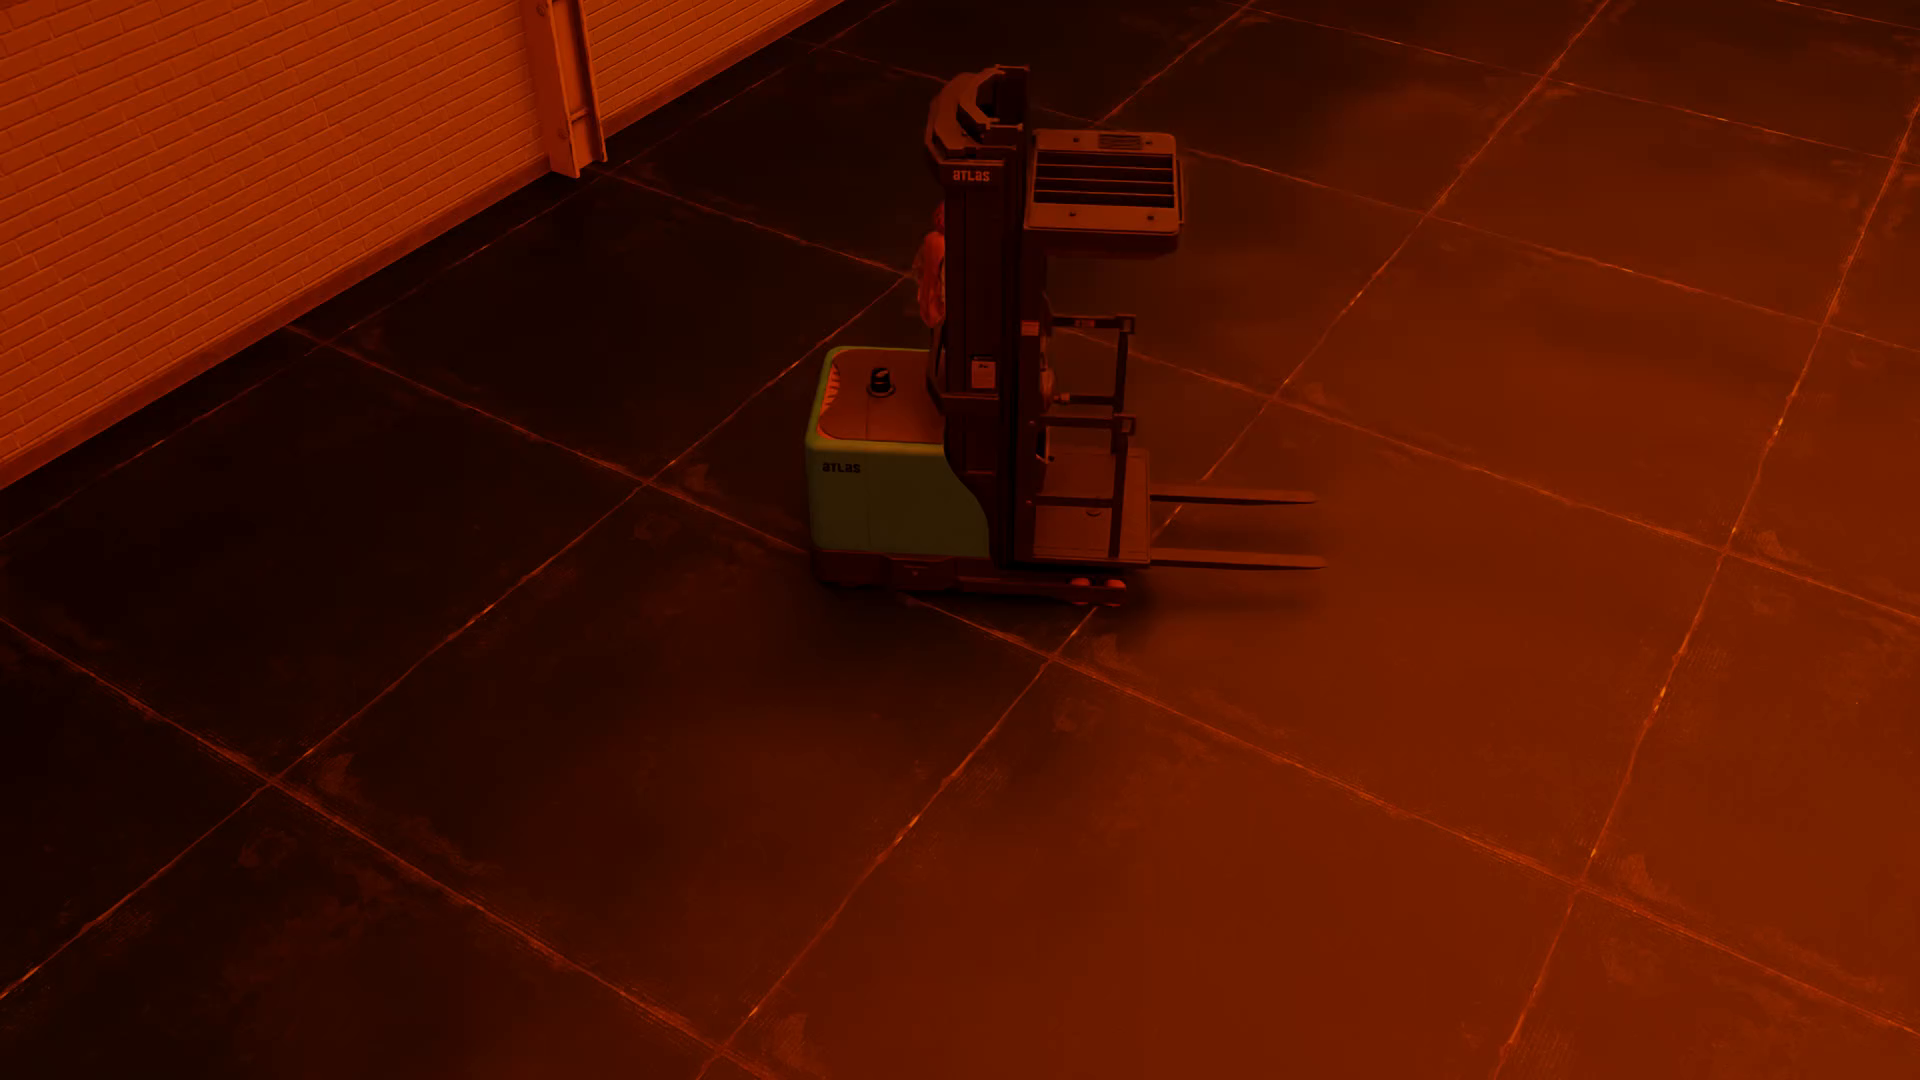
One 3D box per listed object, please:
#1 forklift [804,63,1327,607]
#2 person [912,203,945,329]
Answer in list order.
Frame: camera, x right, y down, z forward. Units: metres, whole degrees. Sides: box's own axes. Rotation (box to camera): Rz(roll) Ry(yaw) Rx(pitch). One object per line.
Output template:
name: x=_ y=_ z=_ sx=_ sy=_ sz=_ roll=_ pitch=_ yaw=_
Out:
forklift: x=0.658 y=-1.085 z=9.247 sx=3.031 sy=2.935 sz=1.130 roll=3 pitch=40 yaw=3
person: x=-0.084 y=-1.722 z=10.554 sx=0.312 sy=0.879 sz=0.704 roll=-14 pitch=42 yaw=-16
